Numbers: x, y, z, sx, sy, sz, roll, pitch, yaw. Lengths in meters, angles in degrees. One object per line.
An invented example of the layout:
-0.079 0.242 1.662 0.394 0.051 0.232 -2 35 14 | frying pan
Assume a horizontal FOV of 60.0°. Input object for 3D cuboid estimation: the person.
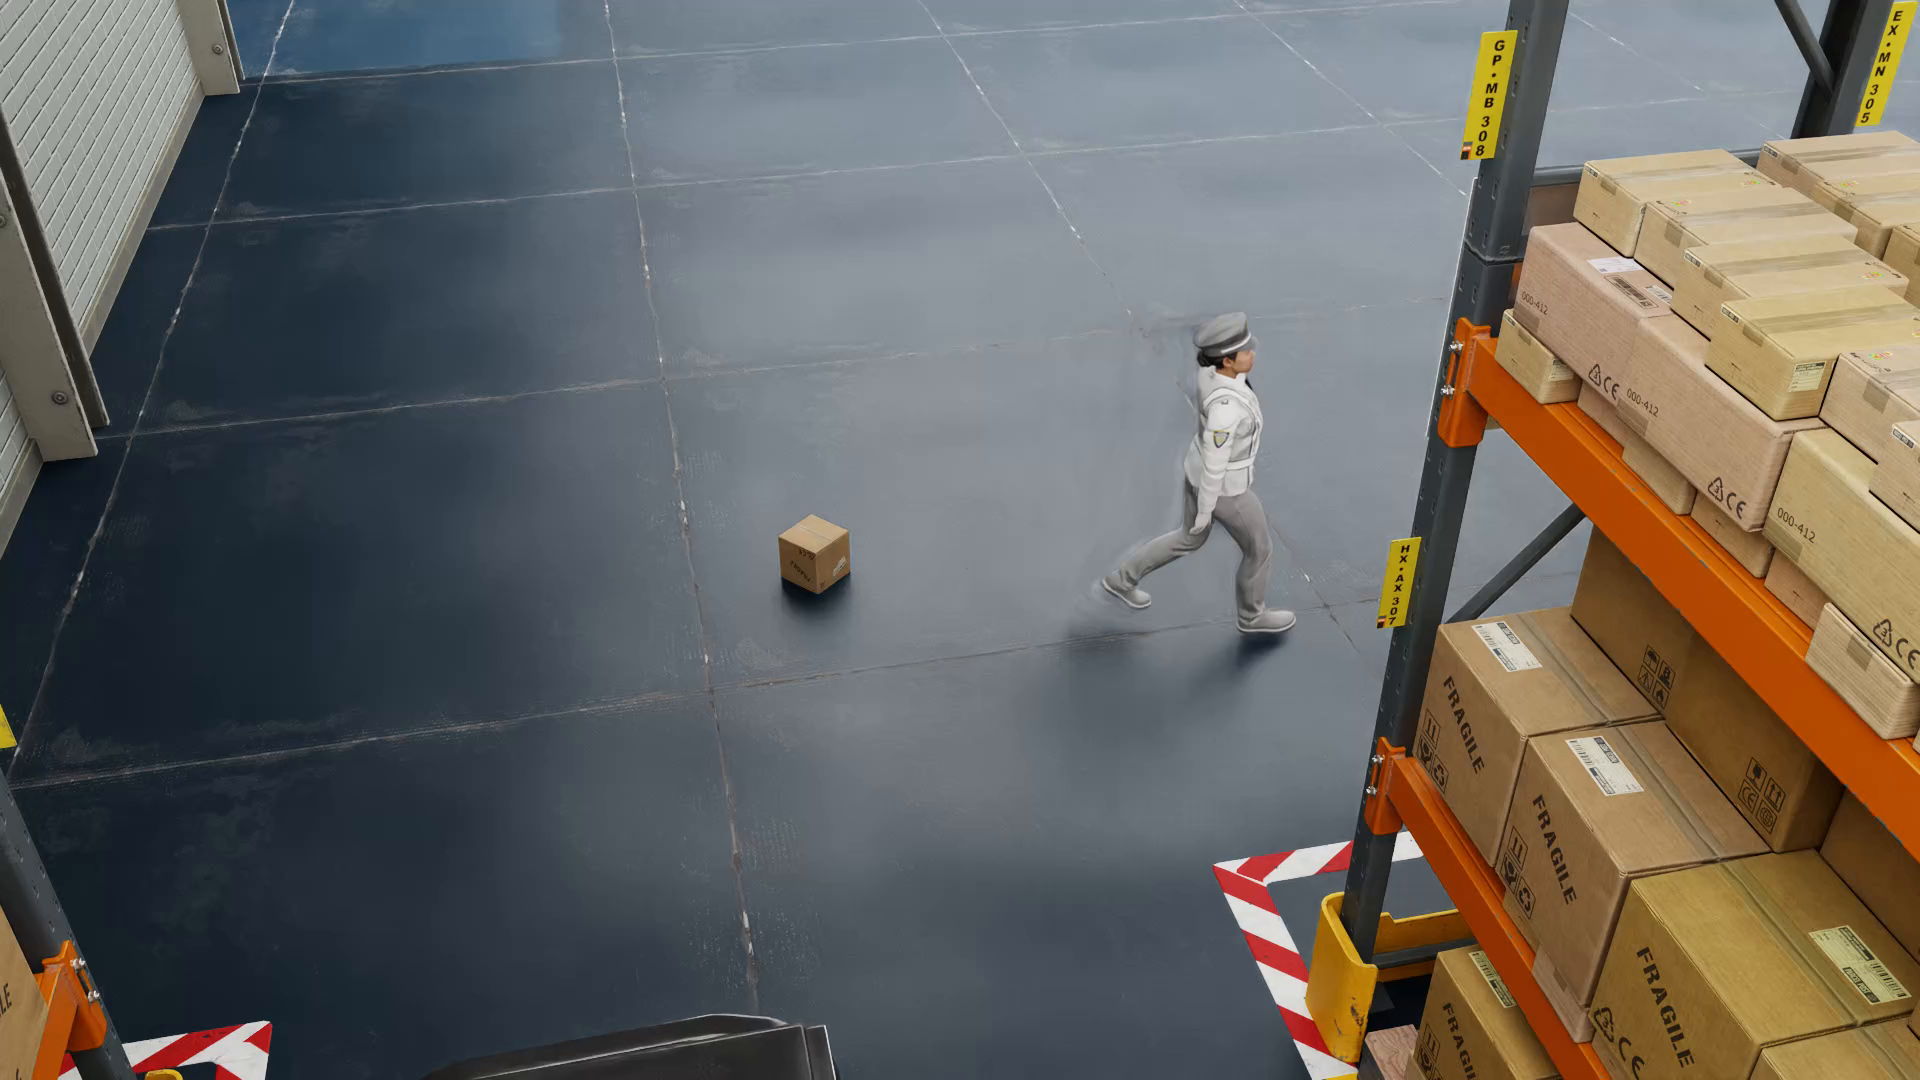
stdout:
1.145 -0.281 7.507 0.910 1.644 0.478 -3 35 -5 | person
